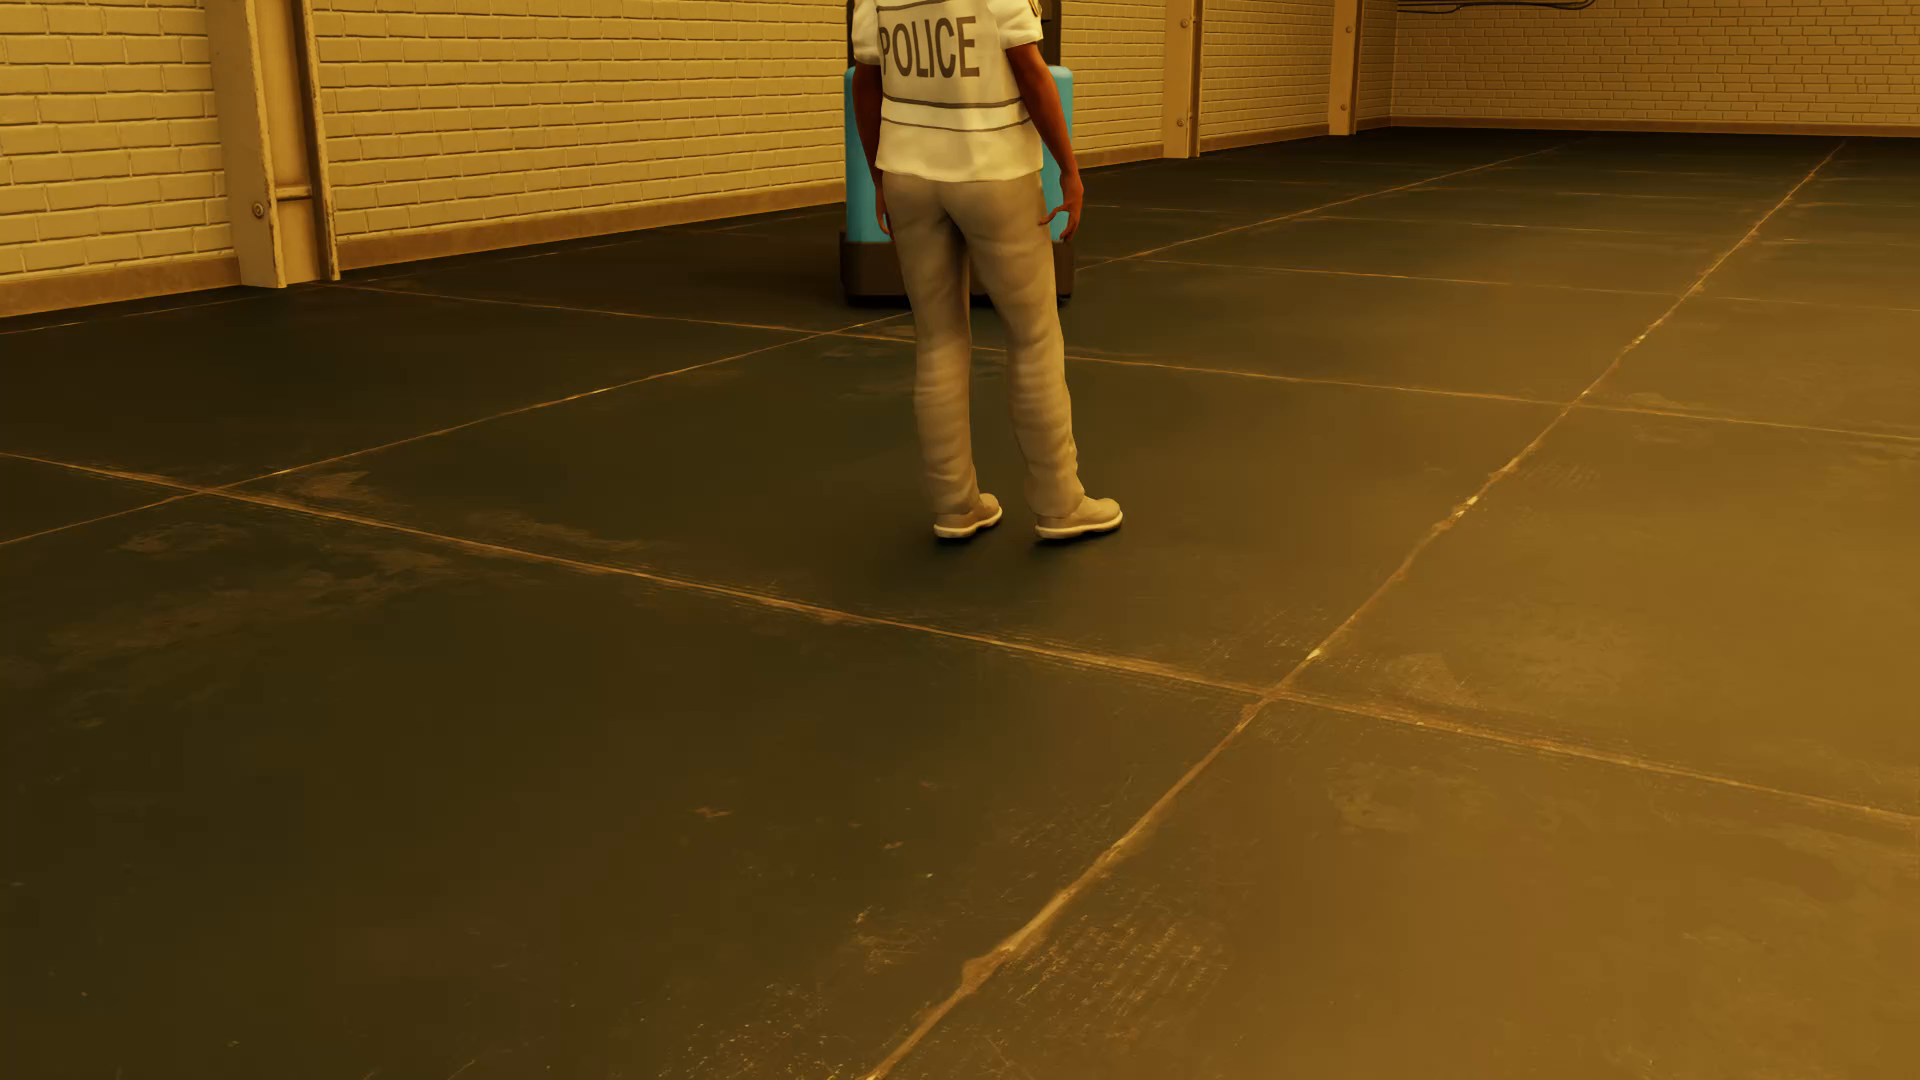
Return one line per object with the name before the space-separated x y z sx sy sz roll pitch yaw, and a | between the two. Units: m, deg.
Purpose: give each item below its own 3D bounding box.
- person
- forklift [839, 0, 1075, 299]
person | 0.054 -0.835 3.852 0.569 1.695 0.530 9 19 28
forklift | -0.037 -2.876 8.619 1.130 2.935 3.031 0 16 -1
